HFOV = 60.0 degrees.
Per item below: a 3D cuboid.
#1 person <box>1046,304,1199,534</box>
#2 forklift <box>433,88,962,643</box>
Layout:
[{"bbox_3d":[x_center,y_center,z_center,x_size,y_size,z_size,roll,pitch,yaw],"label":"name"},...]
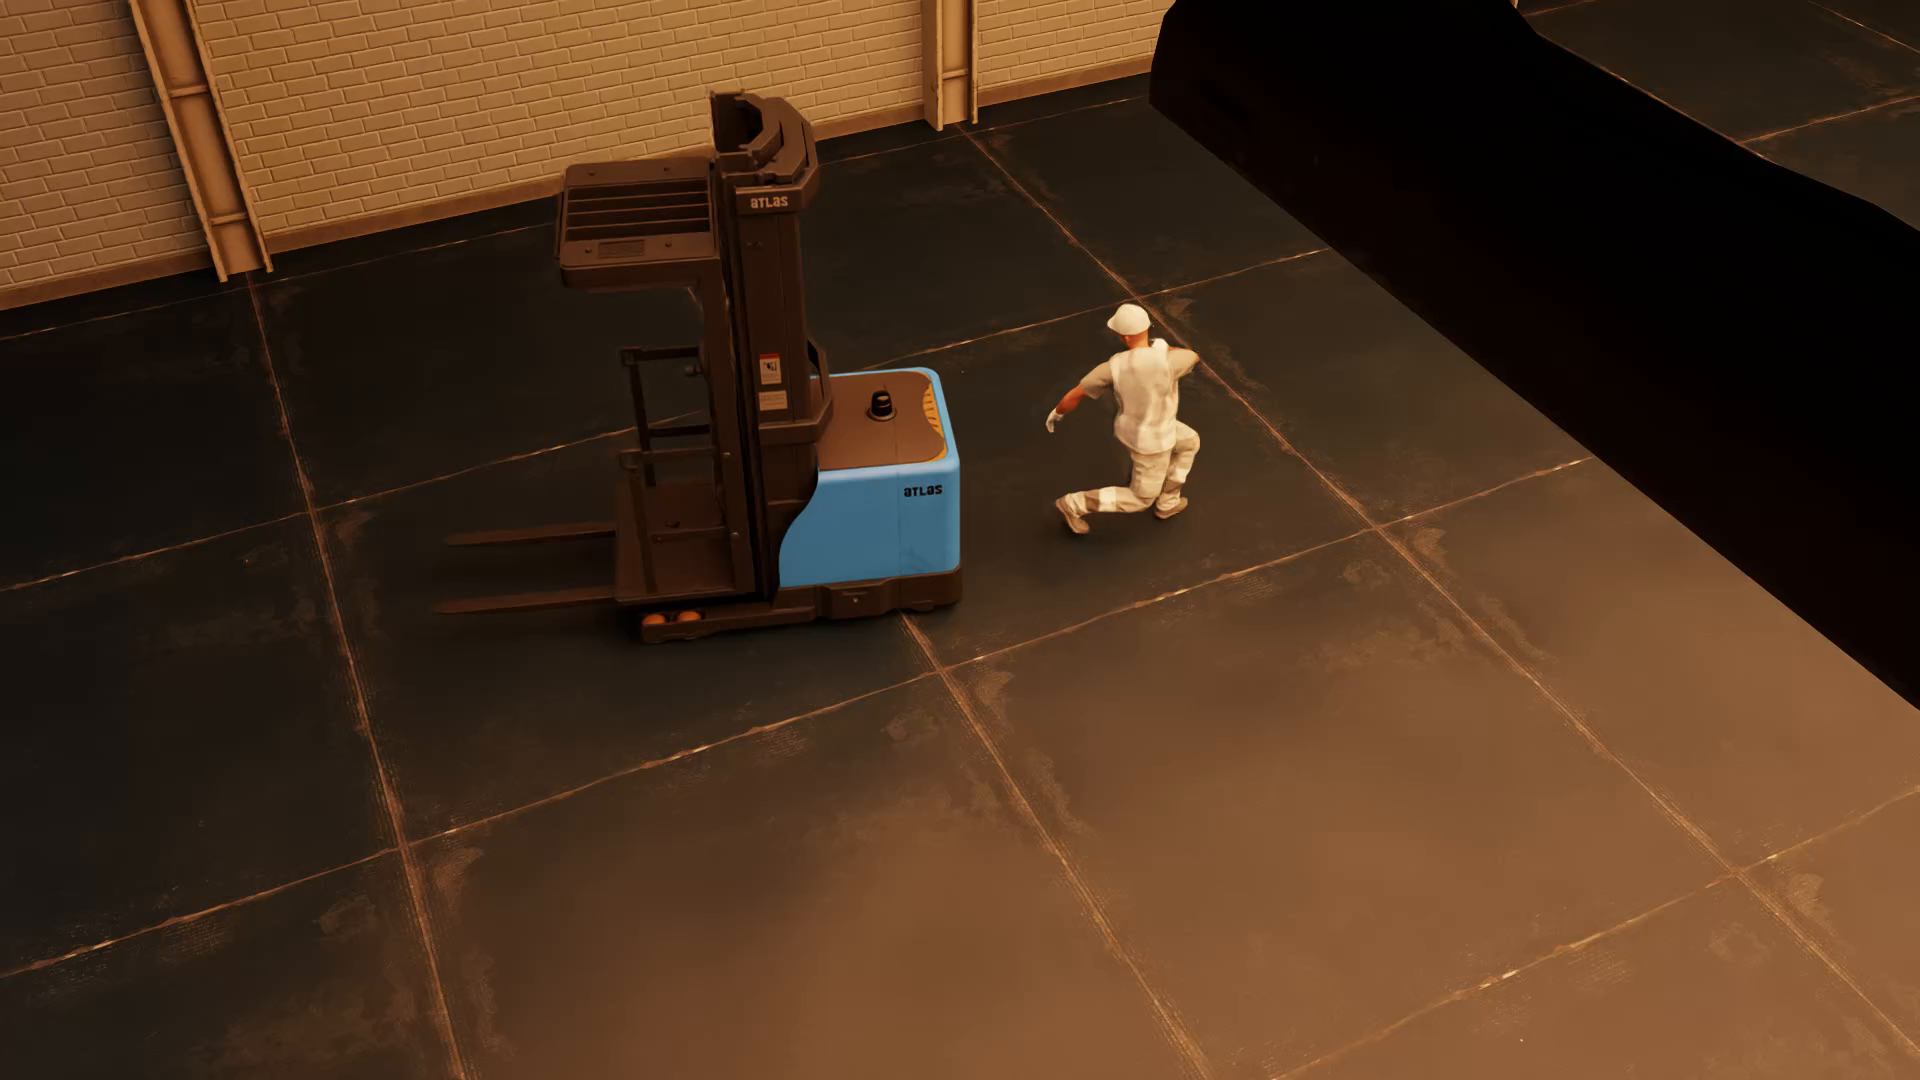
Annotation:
[{"bbox_3d":[1.003,-0.736,10.041,0.962,1.538,0.703,-22,45,-24],"label":"person"},{"bbox_3d":[-1.548,-0.895,9.089,3.031,2.935,1.130,-5,40,-6],"label":"forklift"}]
